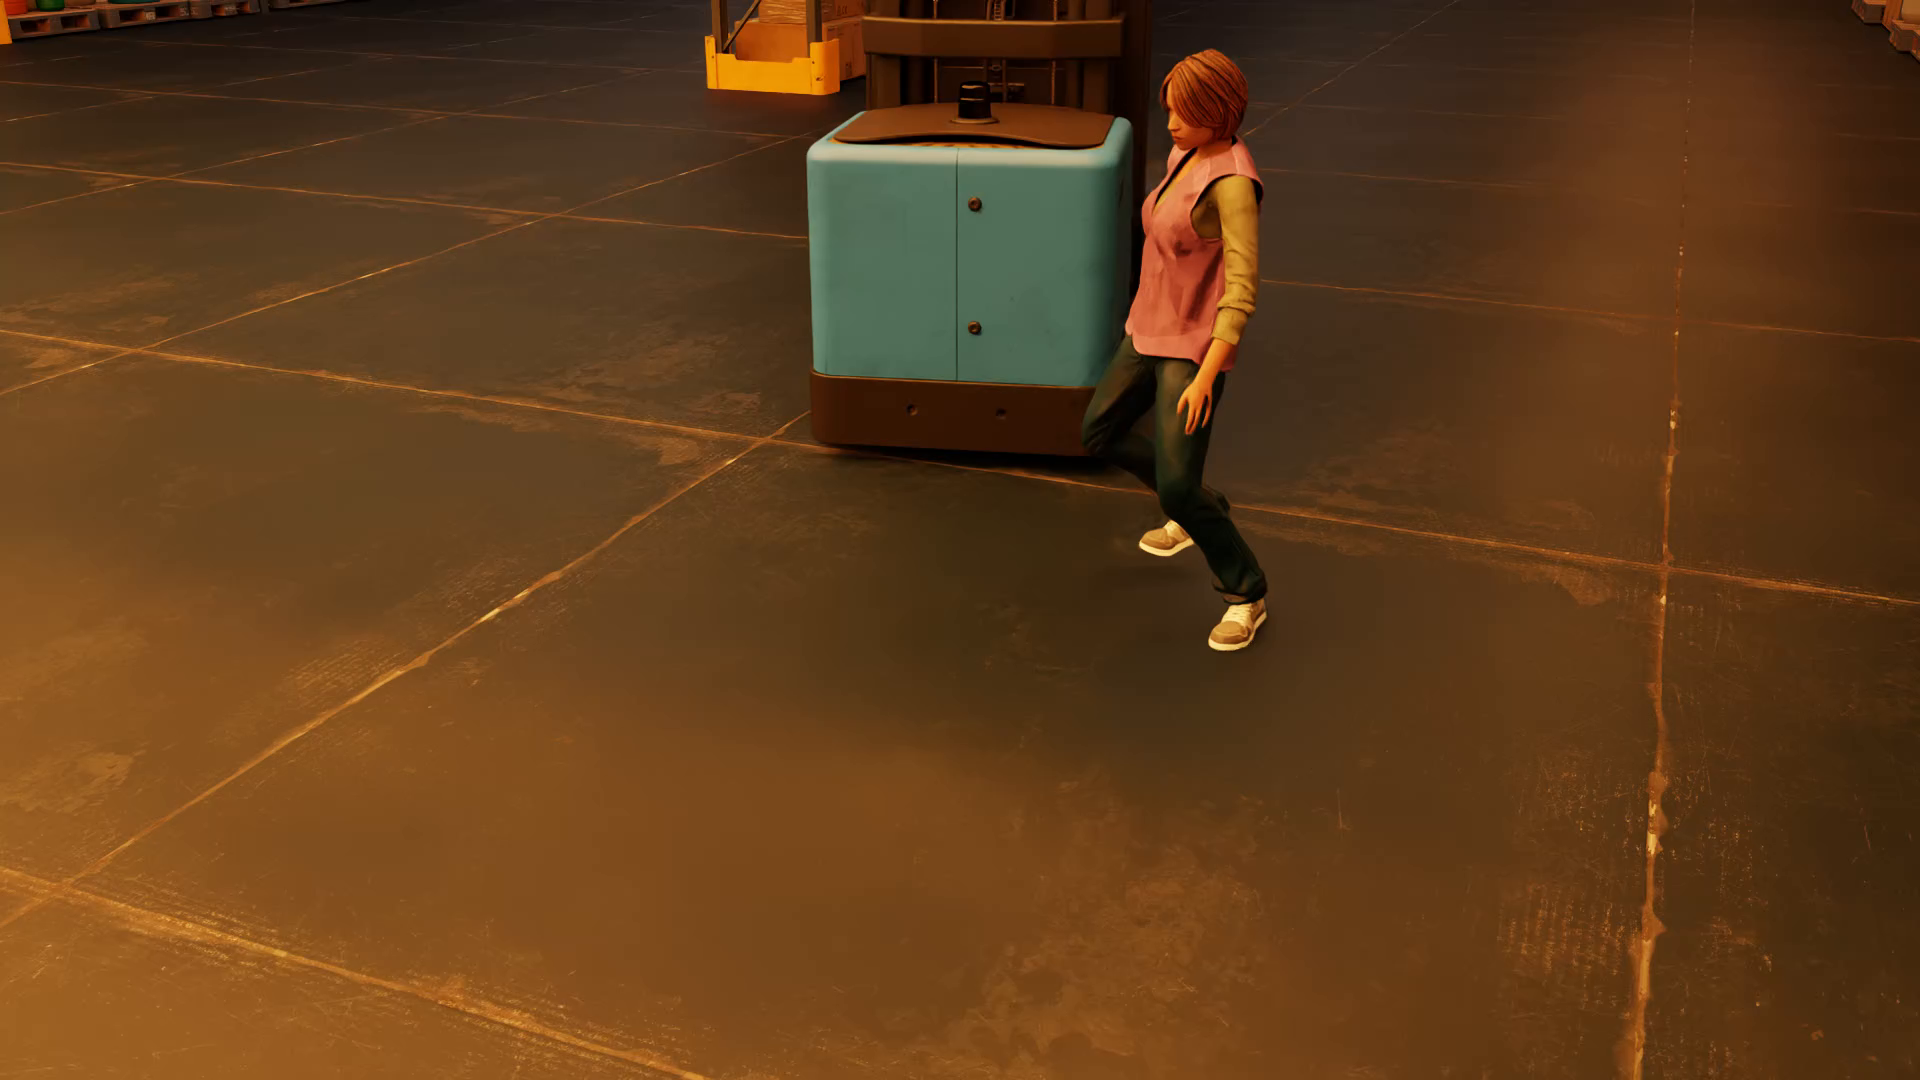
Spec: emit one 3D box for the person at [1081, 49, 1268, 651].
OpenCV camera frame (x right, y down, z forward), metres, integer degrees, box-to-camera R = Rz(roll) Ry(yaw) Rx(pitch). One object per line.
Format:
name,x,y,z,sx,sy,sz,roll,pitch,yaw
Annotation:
person,0.589,-0.521,4.410,0.452,1.508,0.762,-3,23,-7

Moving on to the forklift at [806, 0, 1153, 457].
forklift,0.219,-2.166,6.475,1.130,2.935,3.031,3,23,8
